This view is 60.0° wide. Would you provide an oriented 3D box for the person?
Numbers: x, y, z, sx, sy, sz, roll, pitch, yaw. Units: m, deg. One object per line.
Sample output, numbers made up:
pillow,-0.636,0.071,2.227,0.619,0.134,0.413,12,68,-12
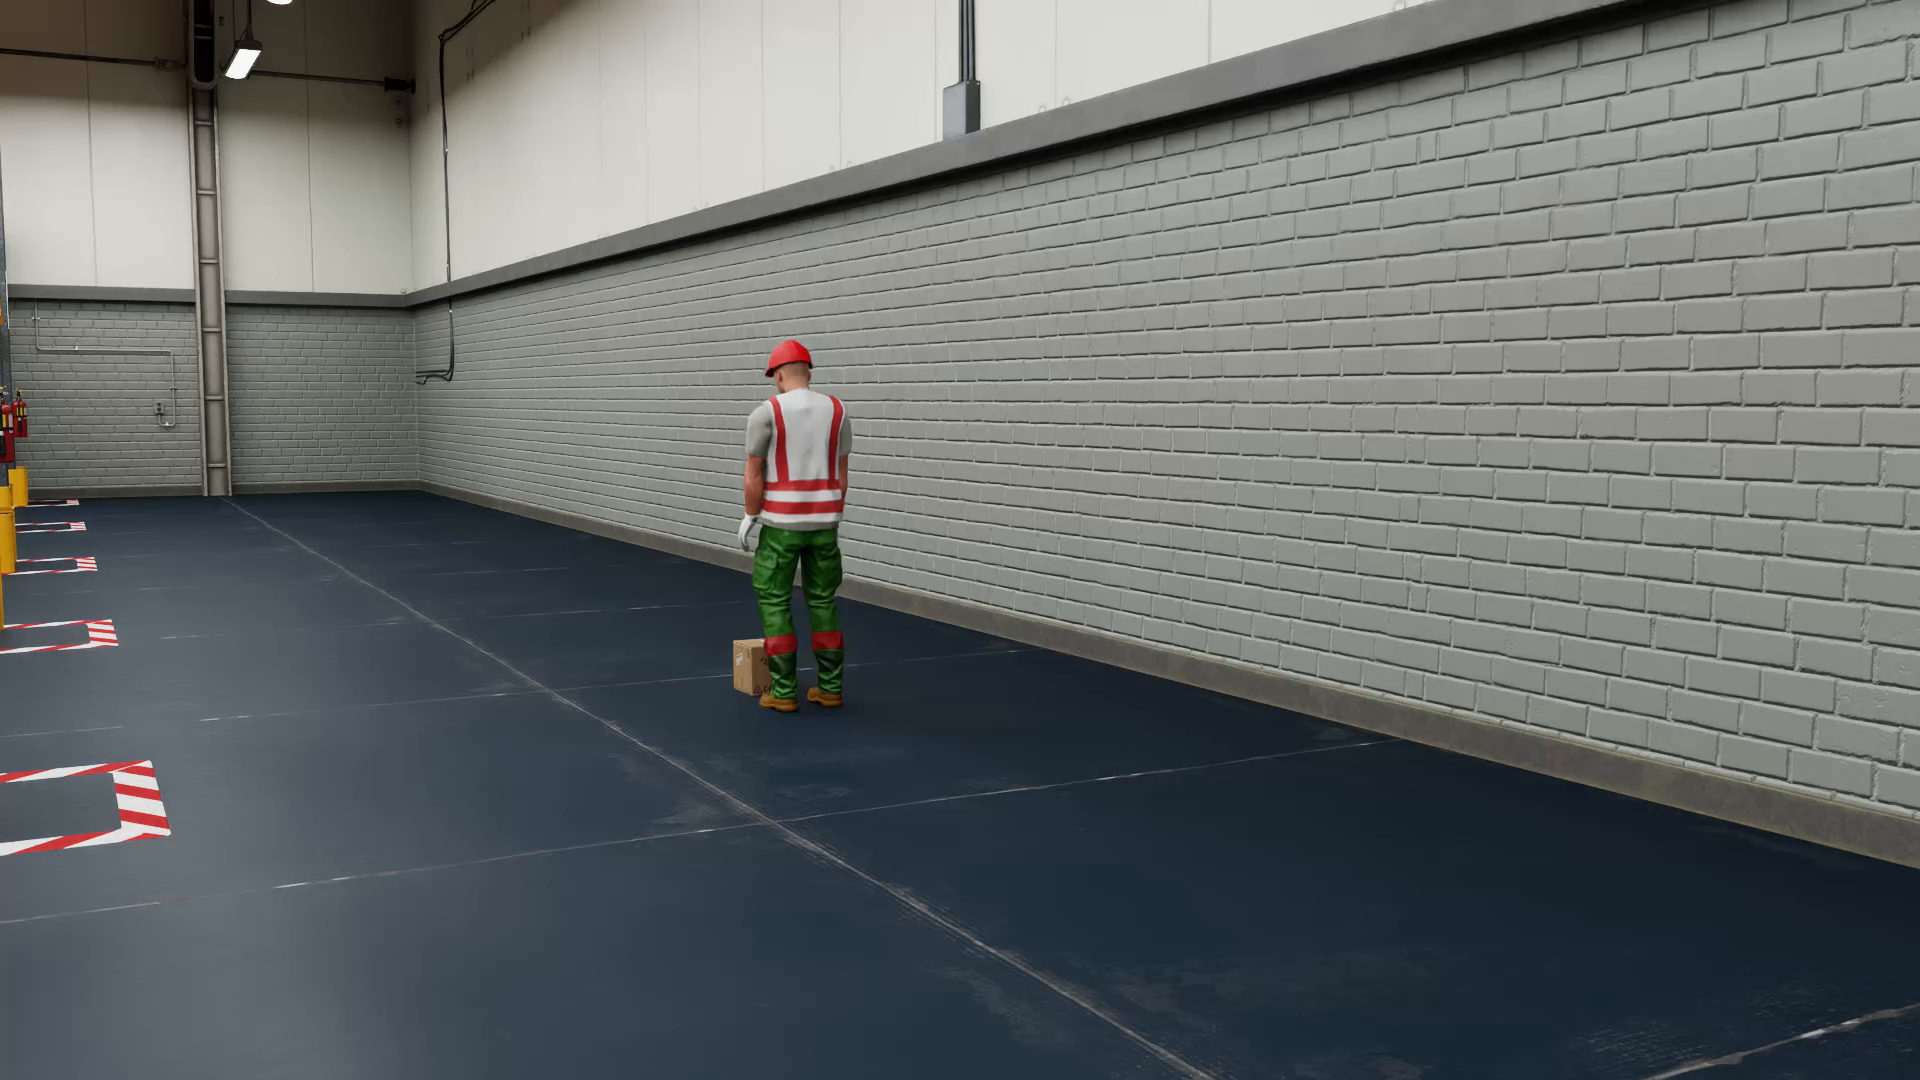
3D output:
person,-0.795,-0.072,8.016,0.533,1.768,0.388,-3,6,-28
